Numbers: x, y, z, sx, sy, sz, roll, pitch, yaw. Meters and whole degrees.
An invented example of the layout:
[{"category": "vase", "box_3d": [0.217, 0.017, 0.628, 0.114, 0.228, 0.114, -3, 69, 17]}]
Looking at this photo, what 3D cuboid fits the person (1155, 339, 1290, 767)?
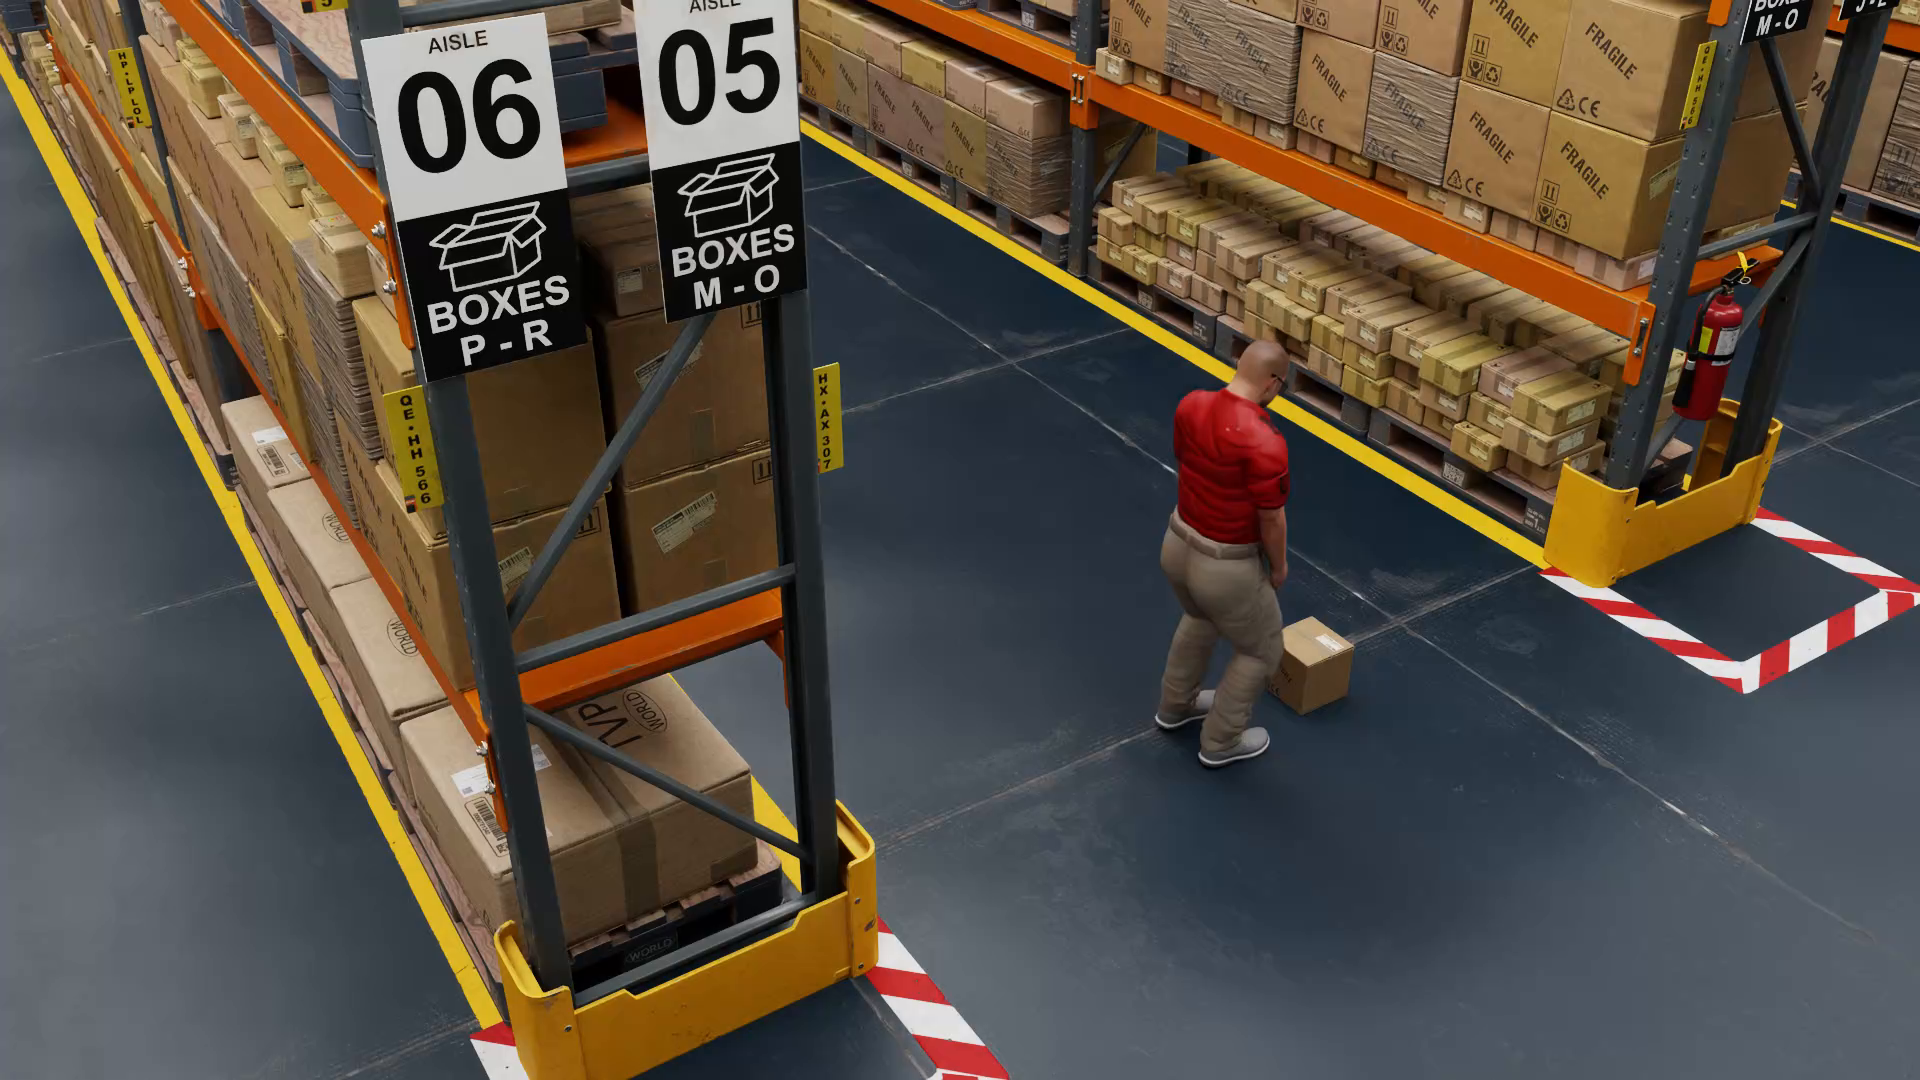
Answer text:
[{"category": "person", "box_3d": [0.965, 0.051, 6.143, 0.442, 1.666, 0.561, -18, 37, -26]}]
